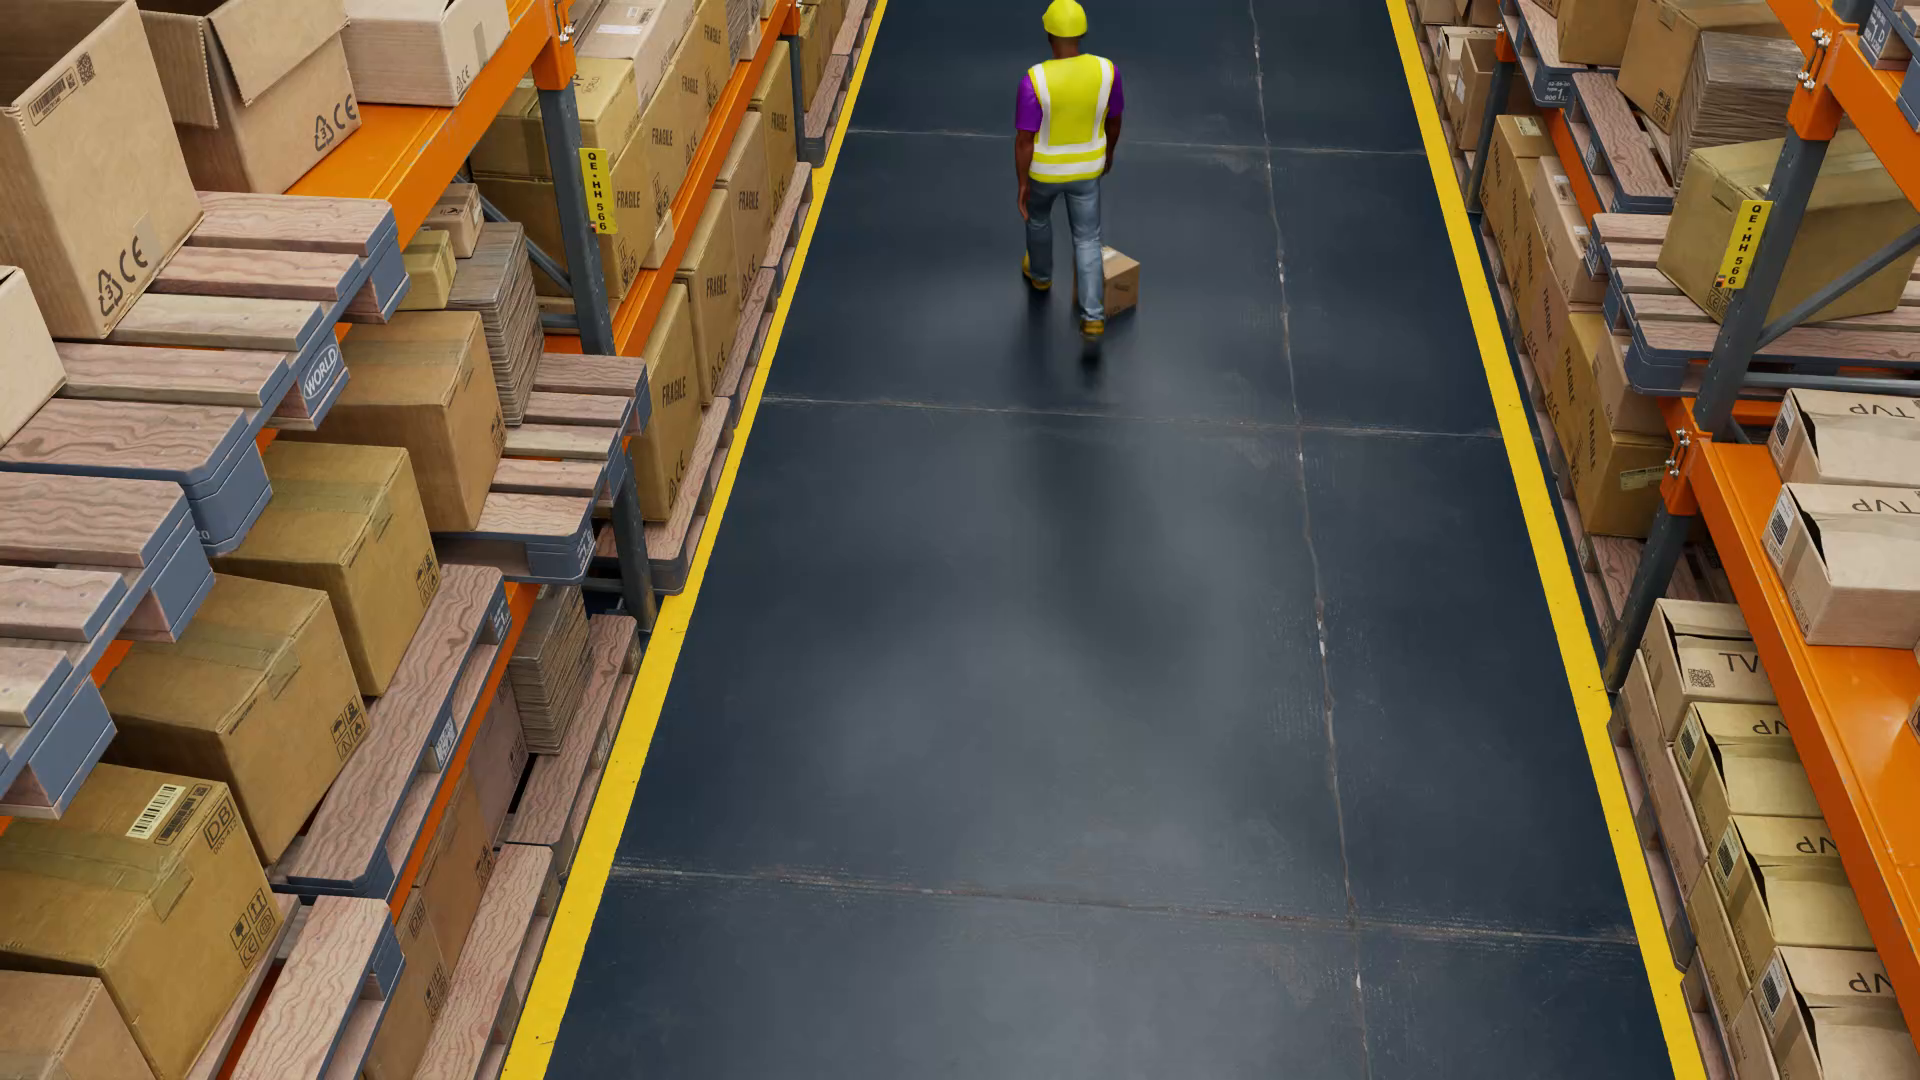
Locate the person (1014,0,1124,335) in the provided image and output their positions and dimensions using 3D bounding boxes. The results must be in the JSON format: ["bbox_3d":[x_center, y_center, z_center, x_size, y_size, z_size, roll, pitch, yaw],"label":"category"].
[{"bbox_3d":[0.539,-1.894,8.415,0.573,1.715,1.024,-5,40,-6],"label":"person"}]
